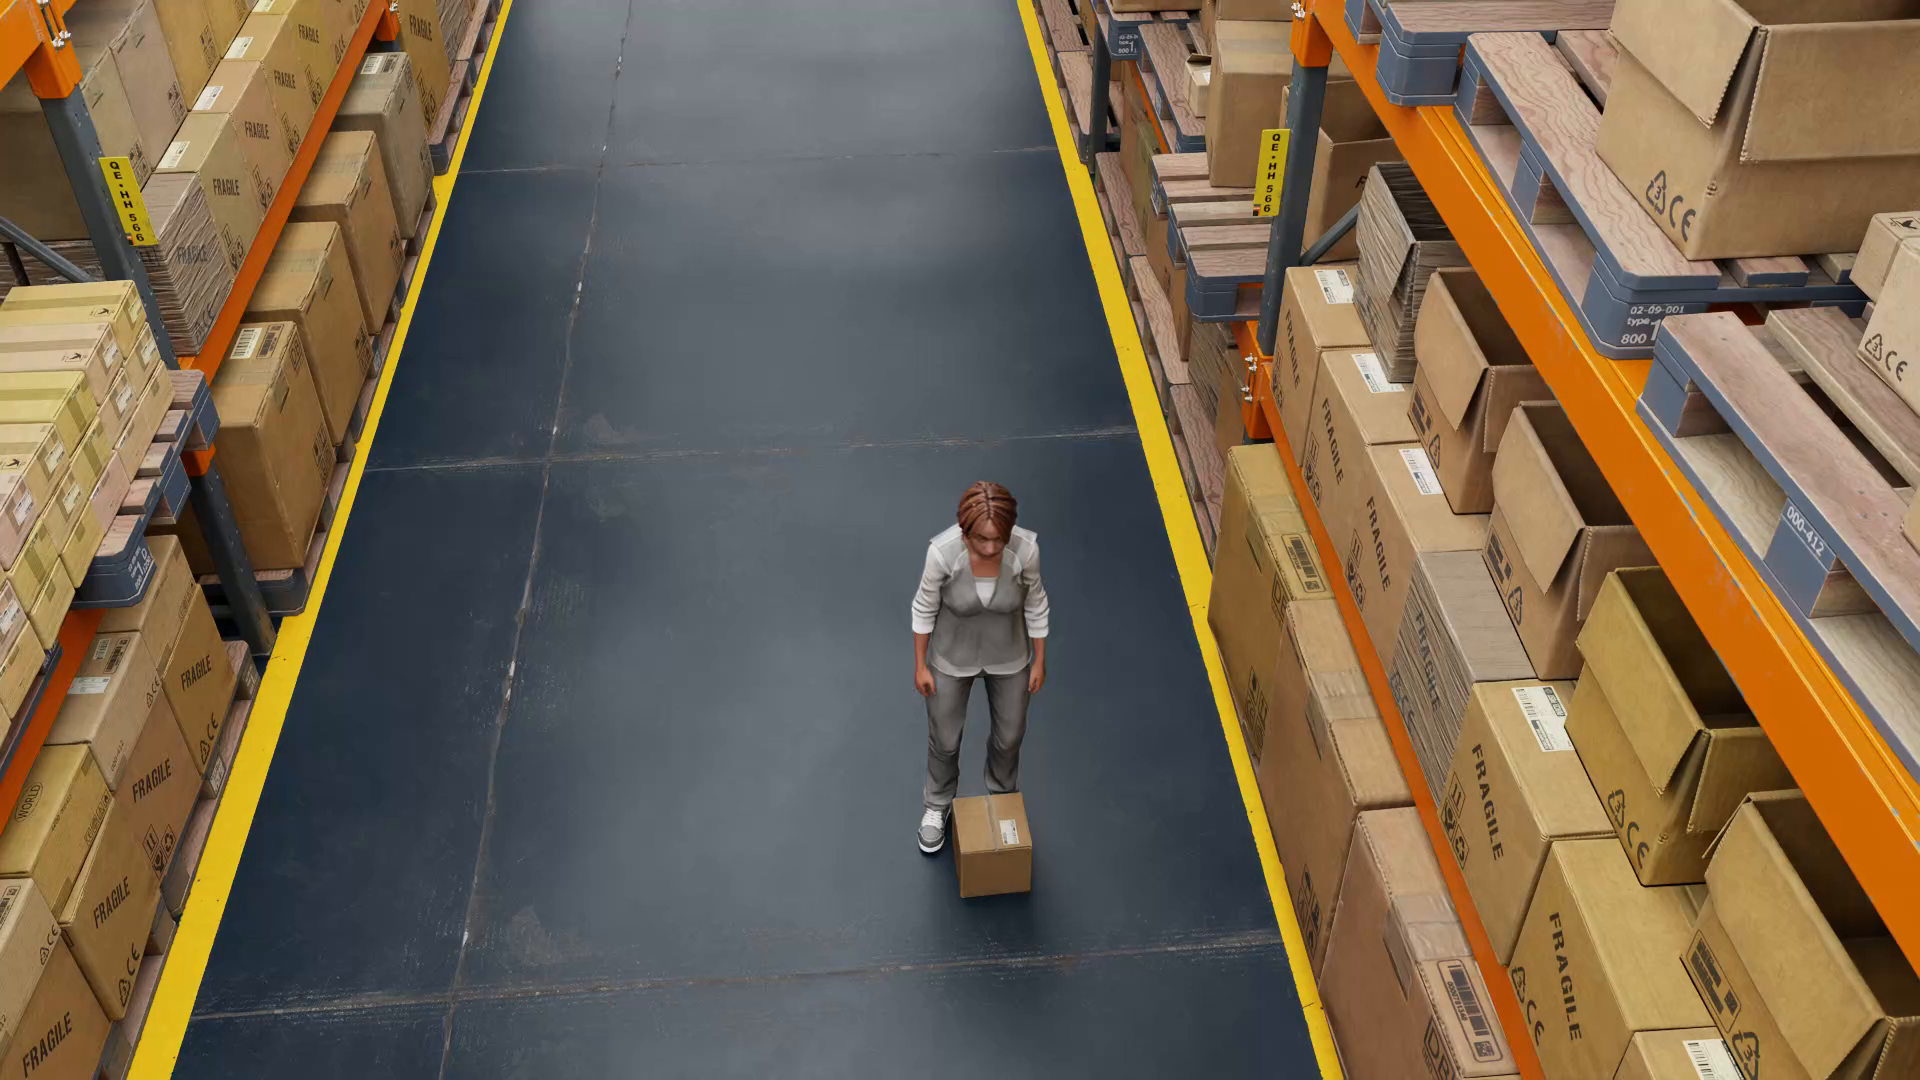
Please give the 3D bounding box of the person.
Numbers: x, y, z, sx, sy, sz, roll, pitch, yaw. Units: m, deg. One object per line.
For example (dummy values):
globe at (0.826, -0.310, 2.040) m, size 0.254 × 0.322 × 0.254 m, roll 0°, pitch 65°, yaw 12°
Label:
person at (0.069, 0.417, 5.660) m, size 0.462 × 1.593 × 0.343 m, roll -3°, pitch 40°, yaw -4°
